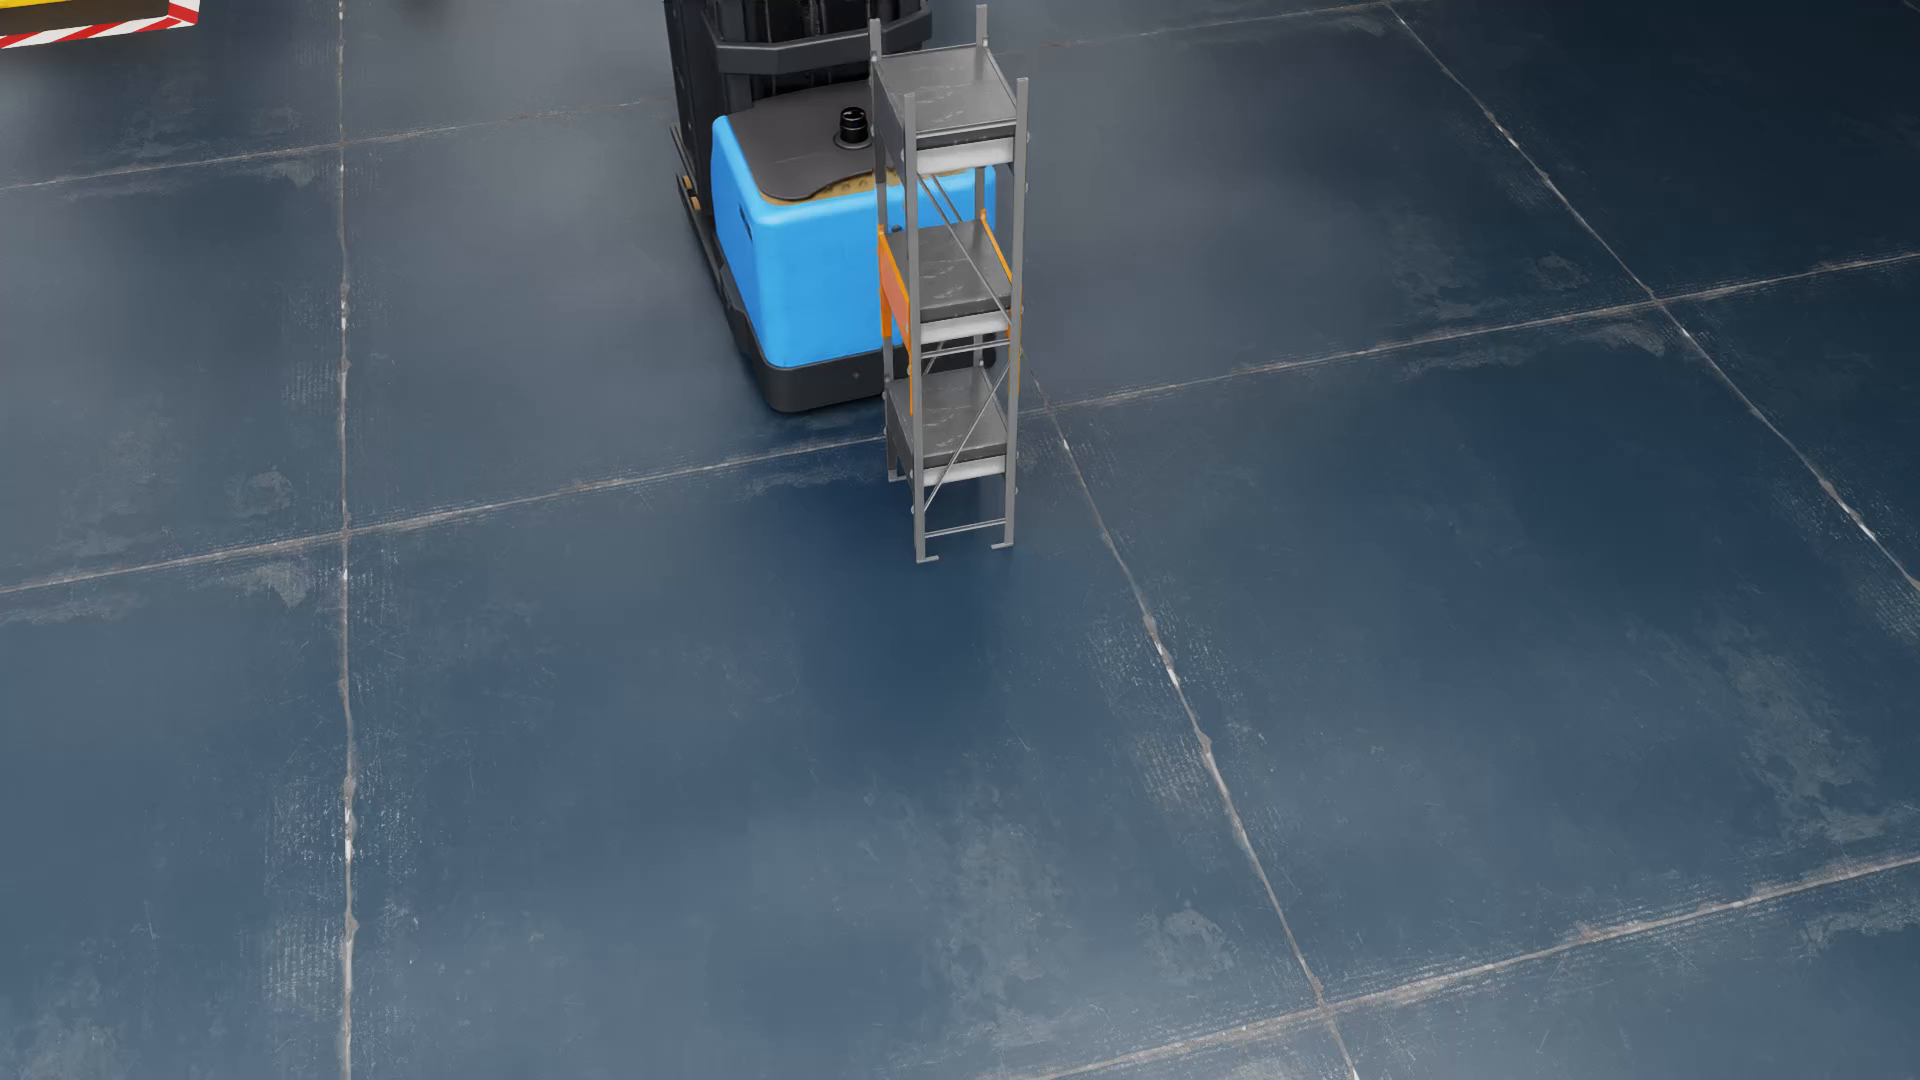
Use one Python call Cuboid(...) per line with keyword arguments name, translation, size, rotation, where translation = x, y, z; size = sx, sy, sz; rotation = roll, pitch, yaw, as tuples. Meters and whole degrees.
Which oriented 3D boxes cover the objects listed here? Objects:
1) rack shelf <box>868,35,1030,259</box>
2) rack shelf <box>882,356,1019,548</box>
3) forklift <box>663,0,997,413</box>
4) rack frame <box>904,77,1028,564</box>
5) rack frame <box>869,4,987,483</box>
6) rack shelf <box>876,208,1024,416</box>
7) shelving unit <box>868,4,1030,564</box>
Cuboid(name="rack shelf", translation=(-0.042, -1.330, 5.622), size=(0.431, 0.518, 0.480), rotation=(-11, 47, -10))
Cuboid(name="rack shelf", translation=(-0.042, -0.350, 6.622), size=(0.431, 0.518, 0.480), rotation=(-11, 47, -10))
Cuboid(name="forklift", translation=(-0.784, -2.650, 7.295), size=(1.130, 2.935, 3.031), rotation=(-13, 47, -13))
Cuboid(name="rack frame", translation=(0.020, -0.681, 5.947), size=(0.400, 2.100, 0.015), rotation=(-11, 47, -10))
Cuboid(name="rack frame", translation=(-0.105, -1.018, 6.277), size=(0.400, 2.100, 0.015), rotation=(-11, 47, -10))
Cuboid(name="rack shelf", translation=(-0.042, -0.840, 6.122), size=(0.431, 0.518, 0.480), rotation=(-11, 47, -10))
Cuboid(name="shelving unit", translation=(-0.042, -0.849, 6.112), size=(0.431, 2.100, 0.503), rotation=(-11, 47, -10))
